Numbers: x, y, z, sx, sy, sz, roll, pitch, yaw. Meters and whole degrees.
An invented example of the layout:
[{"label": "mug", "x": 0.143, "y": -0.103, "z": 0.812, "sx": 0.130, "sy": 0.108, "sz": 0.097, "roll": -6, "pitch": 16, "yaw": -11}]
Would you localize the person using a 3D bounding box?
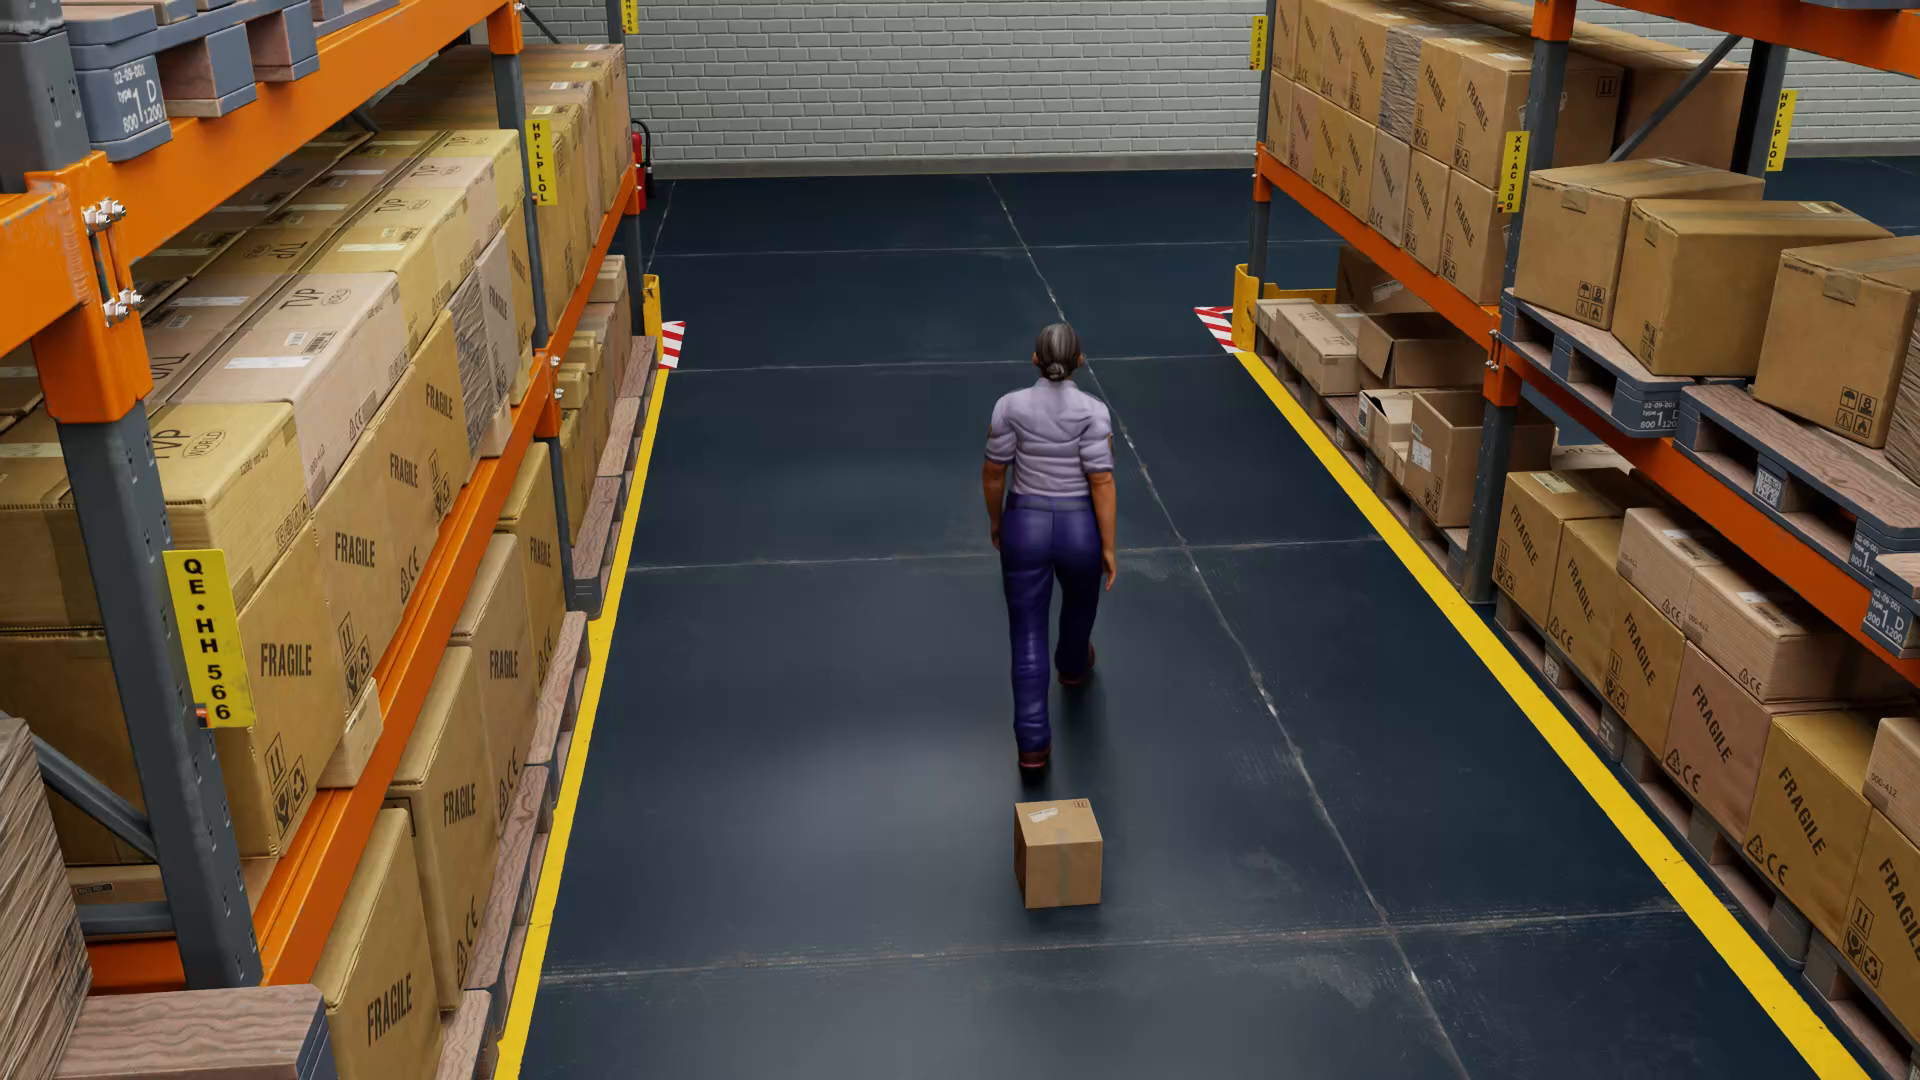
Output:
[{"label": "person", "x": 0.333, "y": -0.042, "z": 6.217, "sx": 0.506, "sy": 1.576, "sz": 1.015, "roll": 2, "pitch": 24, "yaw": 4}]
